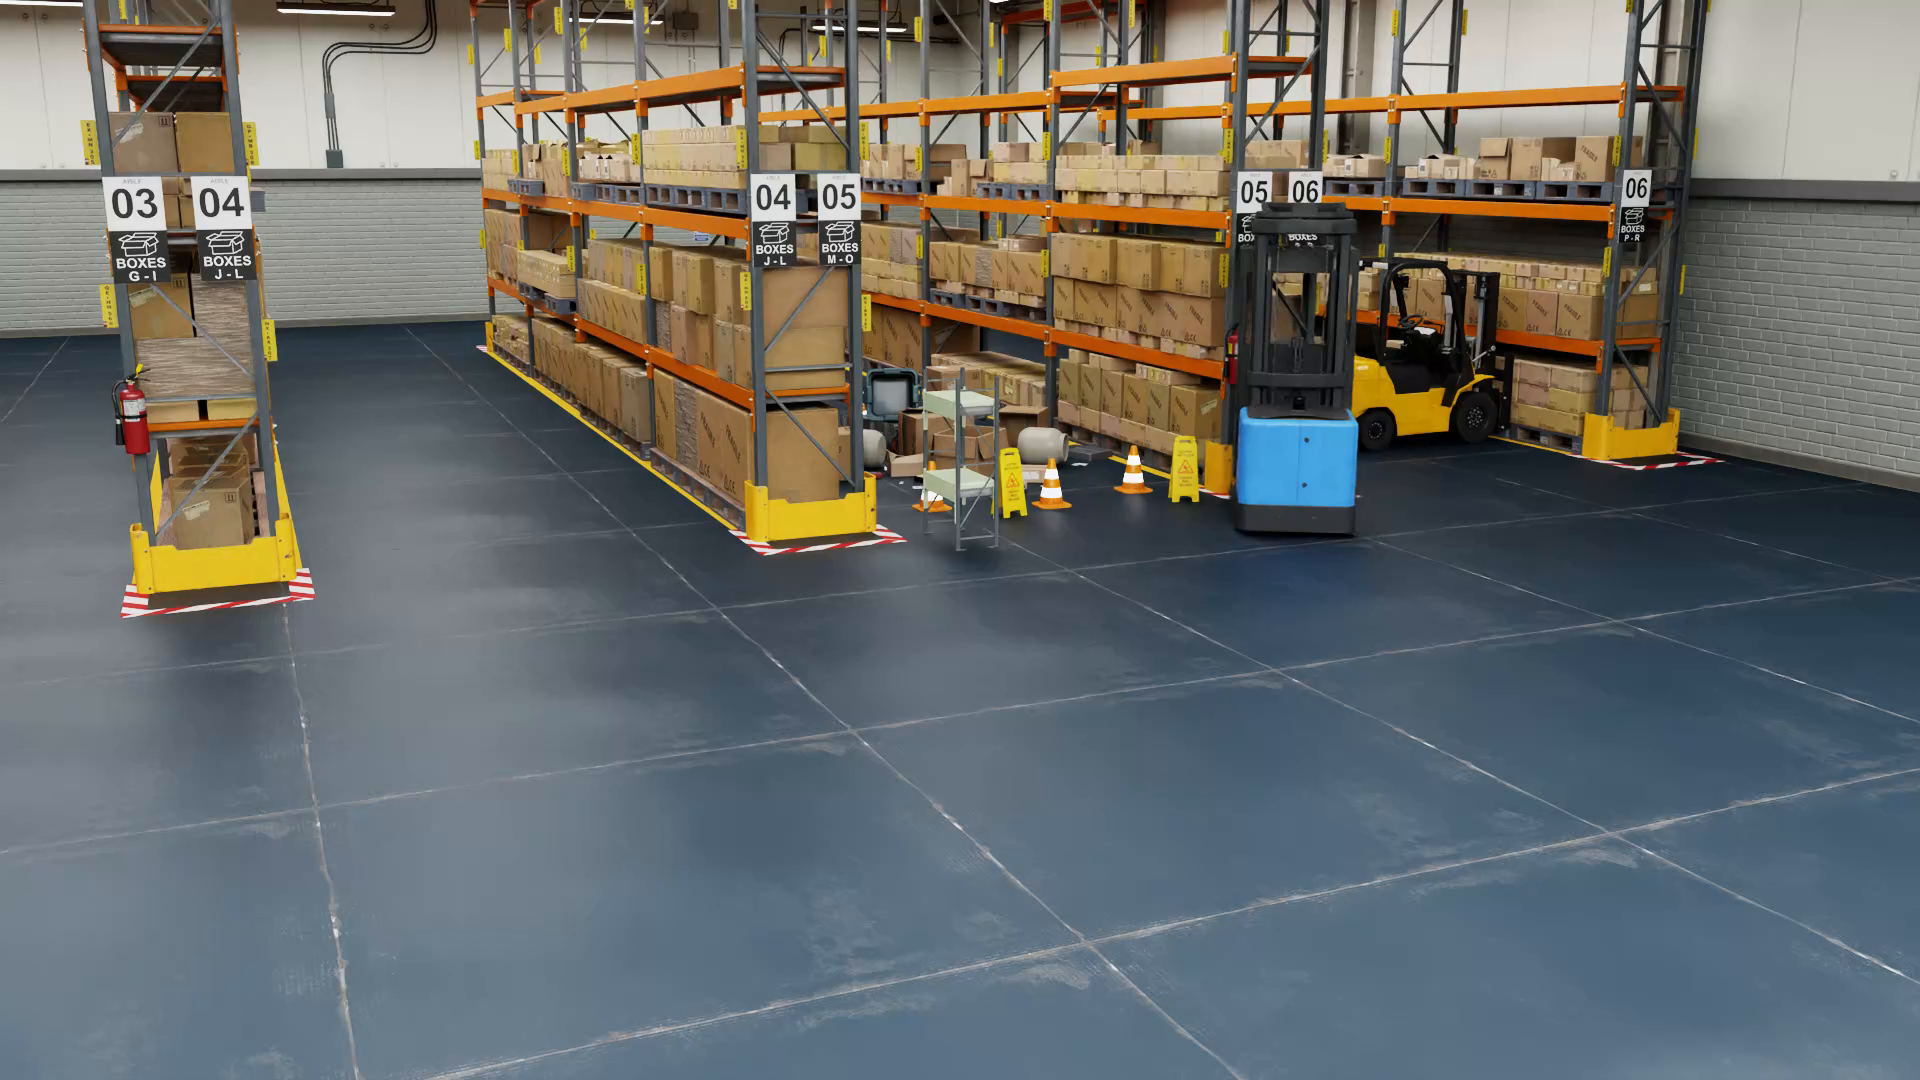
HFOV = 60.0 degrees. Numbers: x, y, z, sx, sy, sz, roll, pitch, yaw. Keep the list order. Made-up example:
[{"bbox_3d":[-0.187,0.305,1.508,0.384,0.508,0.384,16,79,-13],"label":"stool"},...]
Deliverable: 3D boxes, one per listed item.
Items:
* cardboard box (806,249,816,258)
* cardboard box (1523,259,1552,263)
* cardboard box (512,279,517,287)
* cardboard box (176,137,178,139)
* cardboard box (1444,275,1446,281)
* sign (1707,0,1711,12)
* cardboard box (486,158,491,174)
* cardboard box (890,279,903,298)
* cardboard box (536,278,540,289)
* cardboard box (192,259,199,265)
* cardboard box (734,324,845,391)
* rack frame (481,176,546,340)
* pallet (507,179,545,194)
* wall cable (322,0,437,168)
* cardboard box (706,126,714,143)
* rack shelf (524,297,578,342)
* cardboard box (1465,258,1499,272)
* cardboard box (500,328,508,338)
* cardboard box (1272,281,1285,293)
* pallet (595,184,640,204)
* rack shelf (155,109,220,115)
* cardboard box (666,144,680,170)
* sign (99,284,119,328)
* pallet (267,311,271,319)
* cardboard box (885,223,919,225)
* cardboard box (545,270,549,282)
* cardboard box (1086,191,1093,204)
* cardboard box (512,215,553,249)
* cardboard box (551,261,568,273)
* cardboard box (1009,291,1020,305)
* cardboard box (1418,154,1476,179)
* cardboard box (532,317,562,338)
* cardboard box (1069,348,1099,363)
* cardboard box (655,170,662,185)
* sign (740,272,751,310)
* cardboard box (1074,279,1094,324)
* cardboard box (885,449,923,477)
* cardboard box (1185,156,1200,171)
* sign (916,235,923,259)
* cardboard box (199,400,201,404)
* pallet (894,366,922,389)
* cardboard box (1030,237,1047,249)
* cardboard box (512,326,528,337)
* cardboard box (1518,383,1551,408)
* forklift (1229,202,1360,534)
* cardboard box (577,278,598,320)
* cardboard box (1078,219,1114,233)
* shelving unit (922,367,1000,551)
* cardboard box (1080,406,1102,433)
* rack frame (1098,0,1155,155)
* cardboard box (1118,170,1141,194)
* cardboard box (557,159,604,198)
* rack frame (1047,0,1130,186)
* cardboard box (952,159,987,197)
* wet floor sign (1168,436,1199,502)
[{"bbox_3d":[-2.302,-4.706,28.329,0.500,0.500,0.500,-6,14,-24],"label":"cardboard box"},{"bbox_3d":[7.150,-3.369,20.455,0.380,0.149,0.250,-6,14,-23],"label":"cardboard box"},{"bbox_3d":[-6.967,-4.139,26.659,0.380,0.149,0.250,-6,14,-25],"label":"cardboard box"},{"bbox_3d":[-8.789,-4.182,18.305,0.500,0.500,0.500,-6,14,-25],"label":"cardboard box"},{"bbox_3d":[6.336,-3.334,20.961,0.380,0.149,0.250,-6,14,-24],"label":"cardboard box"},{"bbox_3d":[8.193,-5.953,18.209,0.100,0.325,0.005,-6,14,-23],"label":"sign"},{"bbox_3d":[-7.621,-6.247,27.782,0.500,0.250,0.500,-6,14,-24],"label":"cardboard box"},{"bbox_3d":[-0.729,-3.765,24.816,0.500,0.250,0.500,-5,14,-22],"label":"cardboard box"},{"bbox_3d":[-5.804,-3.649,23.608,0.380,0.149,0.250,-6,14,-26],"label":"cardboard box"},{"bbox_3d":[-6.516,-2.233,14.768,0.500,0.500,0.500,-6,14,-23],"label":"cardboard box"},{"bbox_3d":[-1.550,-1.677,15.132,0.875,0.550,0.550,-6,14,-23],"label":"cardboard box"},{"bbox_3d":[-7.769,-4.837,29.118,1.000,3.000,0.127,-6,14,-23],"label":"rack frame"},{"bbox_3d":[-6.017,-5.244,24.638,1.213,0.211,1.003,-6,14,-23],"label":"pallet"},{"bbox_3d":[-11.461,-10.380,32.626,2.277,5.999,0.120,-6,14,-23],"label":"wall cable"},{"bbox_3d":[-2.112,-3.709,15.228,0.380,0.149,0.250,-5,14,-22],"label":"cardboard box"},{"bbox_3d":[-5.365,-3.247,23.843,1.077,0.370,4.000,-6,14,-23],"label":"rack shelf"},{"bbox_3d":[6.524,-3.433,20.731,0.380,0.149,0.250,-6,14,-23],"label":"cardboard box"},{"bbox_3d":[-7.554,-3.499,28.069,0.380,0.149,0.250,-5,14,-21],"label":"cardboard box"},{"bbox_3d":[4.841,-3.705,24.557,0.500,0.250,0.500,-6,14,-25],"label":"cardboard box"},{"bbox_3d":[-3.807,-4.195,20.109,1.003,0.211,1.213,-5,14,-20],"label":"pallet"},{"bbox_3d":[-11.553,-6.374,24.937,1.077,0.370,4.000,-6,14,-23],"label":"rack shelf"},{"bbox_3d":[-2.616,-3.810,16.547,0.500,0.250,0.500,-6,14,-24],"label":"cardboard box"},{"bbox_3d":[-6.461,-1.777,12.625,0.100,0.325,0.005,-6,14,-23],"label":"sign"},{"bbox_3d":[-8.766,-2.526,19.558,1.213,0.211,1.003,-6,14,-23],"label":"pallet"},{"bbox_3d":[-0.863,-4.732,26.225,0.500,0.500,0.500,-5,14,-21],"label":"cardboard box"},{"bbox_3d":[-5.495,-3.633,22.882,0.380,0.149,0.250,-6,14,-23],"label":"cardboard box"},{"bbox_3d":[1.688,-3.978,19.310,0.380,0.149,0.250,-6,14,-23],"label":"cardboard box"},{"bbox_3d":[-6.602,-4.764,25.704,0.500,0.500,0.500,-6,14,-25],"label":"cardboard box"},{"bbox_3d":[-5.279,-3.668,22.374,0.380,0.149,0.250,-6,14,-24],"label":"cardboard box"},{"bbox_3d":[0.849,-3.096,21.219,0.380,0.149,0.250,-6,14,-24],"label":"cardboard box"},{"bbox_3d":[6.190,-4.753,21.144,0.500,0.311,0.500,-5,14,-22],"label":"cardboard box"},{"bbox_3d":[-6.112,-3.186,24.935,0.500,0.250,0.500,-6,14,-25],"label":"cardboard box"},{"bbox_3d":[1.517,-2.195,19.766,0.380,0.149,0.250,-5,14,-22],"label":"cardboard box"},{"bbox_3d":[-2.923,-3.739,17.126,0.380,0.149,0.250,-6,14,-23],"label":"cardboard box"},{"bbox_3d":[-1.862,-2.165,14.479,0.100,0.325,0.005,-6,14,-23],"label":"sign"},{"bbox_3d":[1.677,-2.802,19.443,0.500,0.500,0.500,-6,14,-23],"label":"cardboard box"},{"bbox_3d":[-0.586,-0.837,17.899,0.396,0.266,0.258,-3,13,-13],"label":"cardboard box"},{"bbox_3d":[2.542,-3.878,17.110,0.380,0.149,0.250,-6,14,-24],"label":"cardboard box"},{"bbox_3d":[-0.576,-4.166,23.649,0.100,0.325,0.005,-6,14,-23],"label":"sign"},{"bbox_3d":[-6.643,-1.230,14.087,0.380,0.149,0.250,-6,14,-23],"label":"cardboard box"},{"bbox_3d":[-0.316,-2.464,25.046,1.003,0.211,1.213,-6,14,-23],"label":"pallet"},{"bbox_3d":[1.139,-3.885,21.750,0.380,0.149,0.250,-5,14,-20],"label":"cardboard box"},{"bbox_3d":[-7.018,-3.375,26.870,0.380,0.149,0.250,-6,14,-26],"label":"cardboard box"},{"bbox_3d":[7.010,-1.734,19.769,0.500,0.250,0.500,-6,14,-24],"label":"cardboard box"},{"bbox_3d":[3.216,-1.767,16.003,1.130,2.935,3.031,2,13,8],"label":"forklift"},{"bbox_3d":[-4.632,-3.116,21.459,0.500,0.500,0.500,-5,14,-22],"label":"cardboard box"},{"bbox_3d":[2.523,-5.697,30.842,0.500,0.500,0.500,-6,14,-25],"label":"cardboard box"},{"bbox_3d":[0.003,-0.729,14.695,0.431,1.500,0.755,-6,14,-23],"label":"shelving unit"},{"bbox_3d":[1.746,-1.436,19.587,0.500,0.250,0.500,-5,14,-20],"label":"cardboard box"},{"bbox_3d":[2.875,-7.851,28.833,1.000,3.000,0.127,-6,14,-23],"label":"rack frame"},{"bbox_3d":[2.067,-3.929,18.215,0.500,0.250,0.500,-5,14,-22],"label":"cardboard box"},{"bbox_3d":[-5.026,-4.790,22.038,0.500,0.500,0.500,-6,14,-23],"label":"cardboard box"},{"bbox_3d":[1.533,-5.749,19.752,1.000,3.000,0.127,-6,14,-23],"label":"rack frame"},{"bbox_3d":[0.302,-4.966,22.799,0.700,0.500,0.500,-6,14,-23],"label":"cardboard box"},{"bbox_3d":[2.231,-0.717,16.536,0.267,0.644,0.232,-1,13,-4],"label":"wet floor sign"}]
